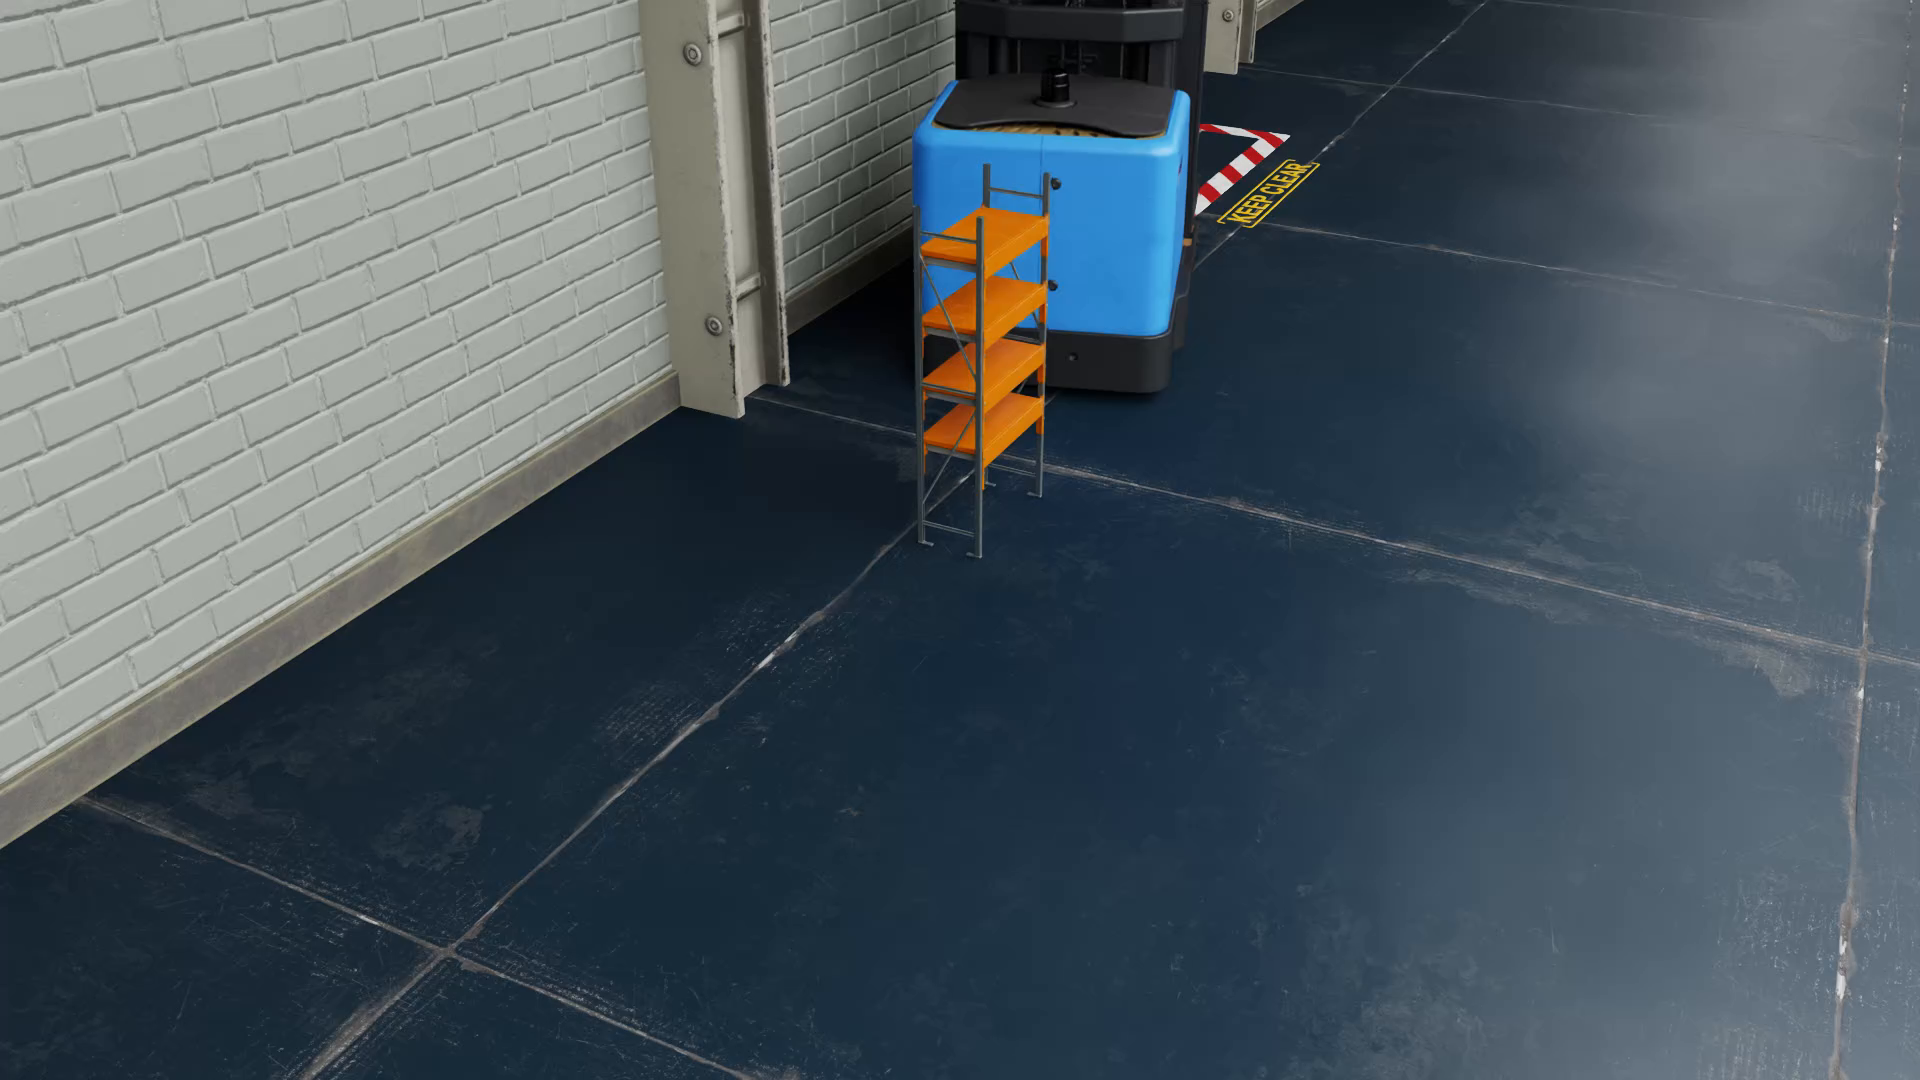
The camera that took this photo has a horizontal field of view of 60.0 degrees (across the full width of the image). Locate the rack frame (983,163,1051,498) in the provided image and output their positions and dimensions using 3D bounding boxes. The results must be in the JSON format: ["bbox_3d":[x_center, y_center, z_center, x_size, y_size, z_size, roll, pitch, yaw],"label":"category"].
[{"bbox_3d":[0.187,-0.702,5.767,0.240,1.200,0.015,14,33,23],"label":"rack frame"}]

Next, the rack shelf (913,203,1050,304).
[{"bbox_3d":[0.075,-0.934,5.383,0.258,0.148,0.480,14,33,23],"label":"rack shelf"}]

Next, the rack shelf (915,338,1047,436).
[{"bbox_3d":[0.075,-0.535,5.612,0.258,0.148,0.480,14,33,23],"label":"rack shelf"}]

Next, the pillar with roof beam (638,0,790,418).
[{"bbox_3d":[2.906,-3.529,2.858,9.100,9.000,0.400,14,33,23],"label":"pillar with roof beam"}]

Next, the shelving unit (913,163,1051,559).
[{"bbox_3d":[0.075,-0.594,5.579,0.258,1.200,0.503,14,33,23],"label":"shelving unit"}]

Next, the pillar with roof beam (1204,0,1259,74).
[{"bbox_3d":[5.639,-6.188,7.490,9.100,9.000,0.400,14,33,23],"label":"pillar with roof beam"}]

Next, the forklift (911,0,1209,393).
[{"bbox_3d":[0.565,-2.572,7.285,1.130,2.935,3.031,5,30,9],"label":"forklift"}]

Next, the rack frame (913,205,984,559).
[{"bbox_3d":[-0.036,-0.486,5.391,0.240,1.200,0.015,14,33,23],"label":"rack frame"}]

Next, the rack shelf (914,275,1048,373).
[{"bbox_3d":[0.075,-0.729,5.501,0.258,0.148,0.480,14,33,23],"label":"rack shelf"}]

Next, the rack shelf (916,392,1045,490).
[{"bbox_3d":[0.075,-0.363,5.711,0.258,0.148,0.480,14,33,23],"label":"rack shelf"}]
